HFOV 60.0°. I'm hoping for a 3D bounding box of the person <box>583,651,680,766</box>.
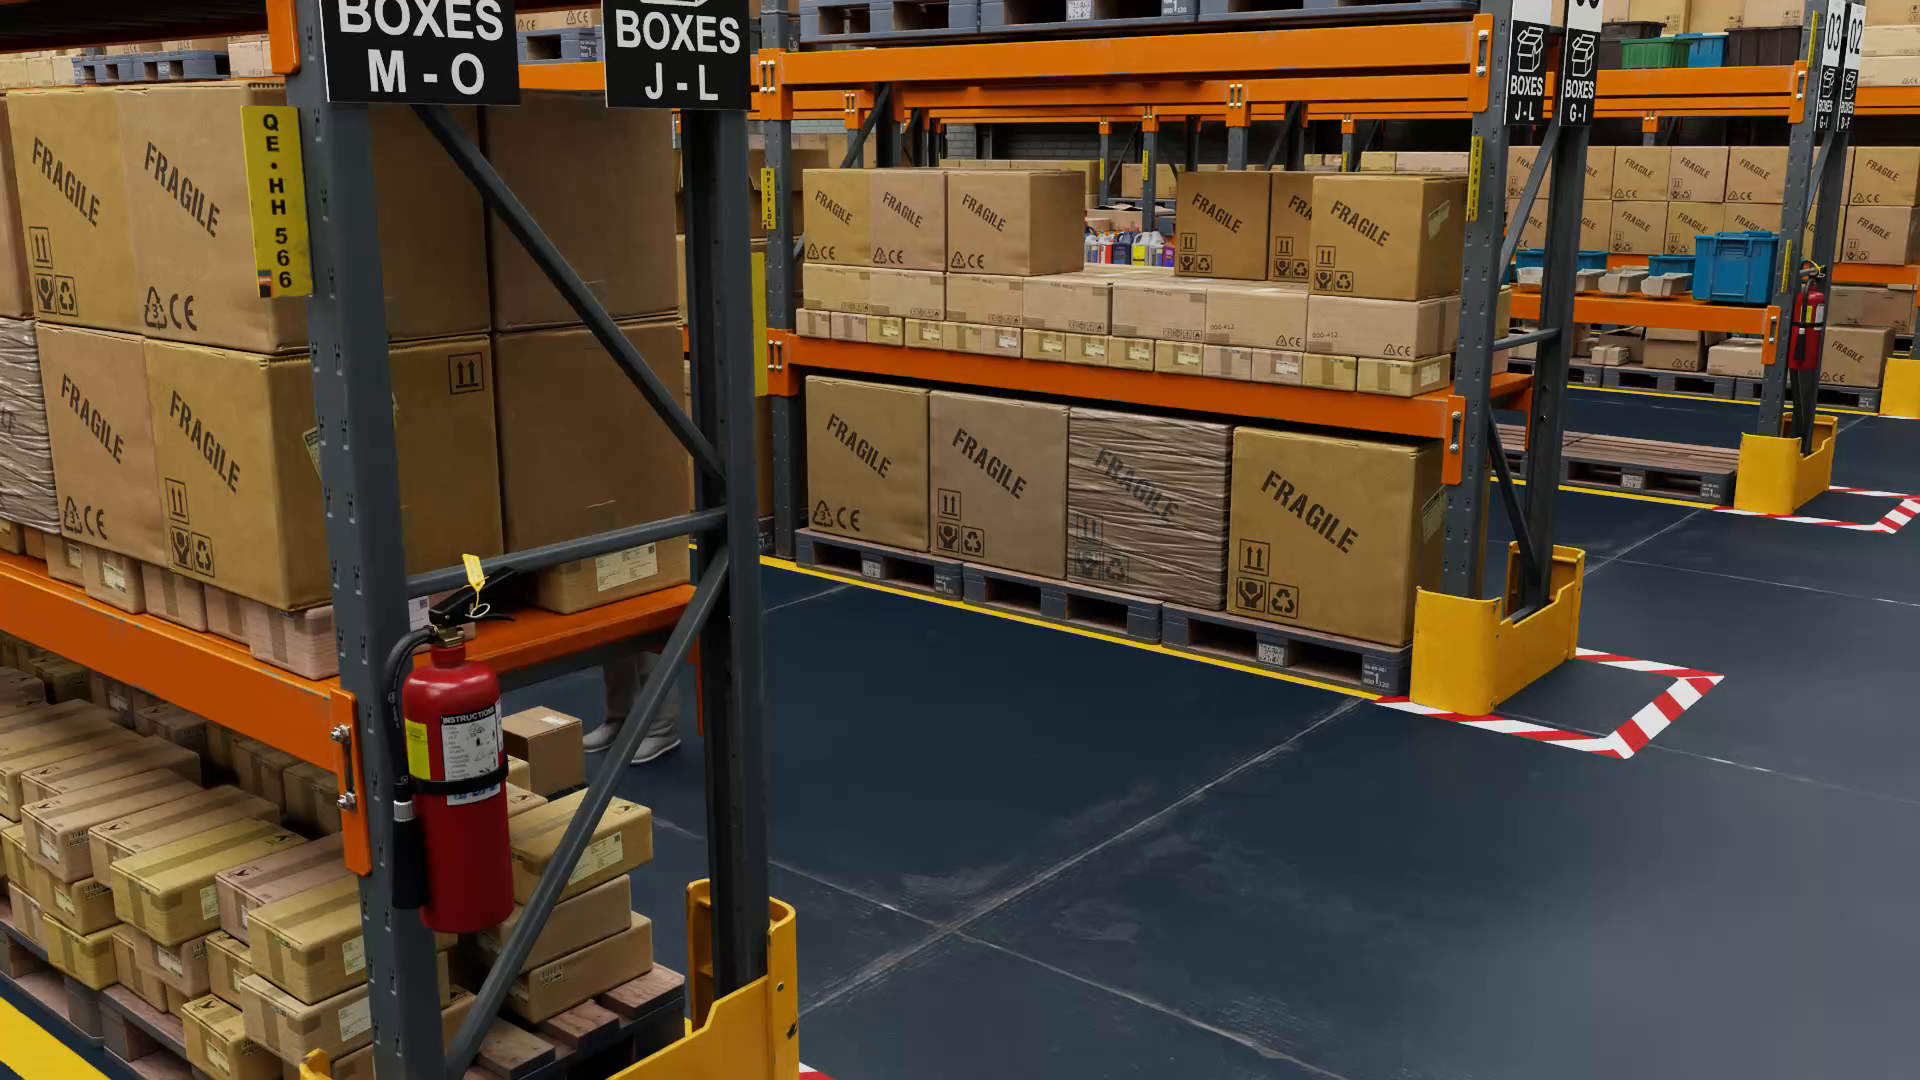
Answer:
[{"bbox_3d":[-1.273,0.022,6.393,0.442,1.684,0.338,11,17,38],"label":"person"}]
